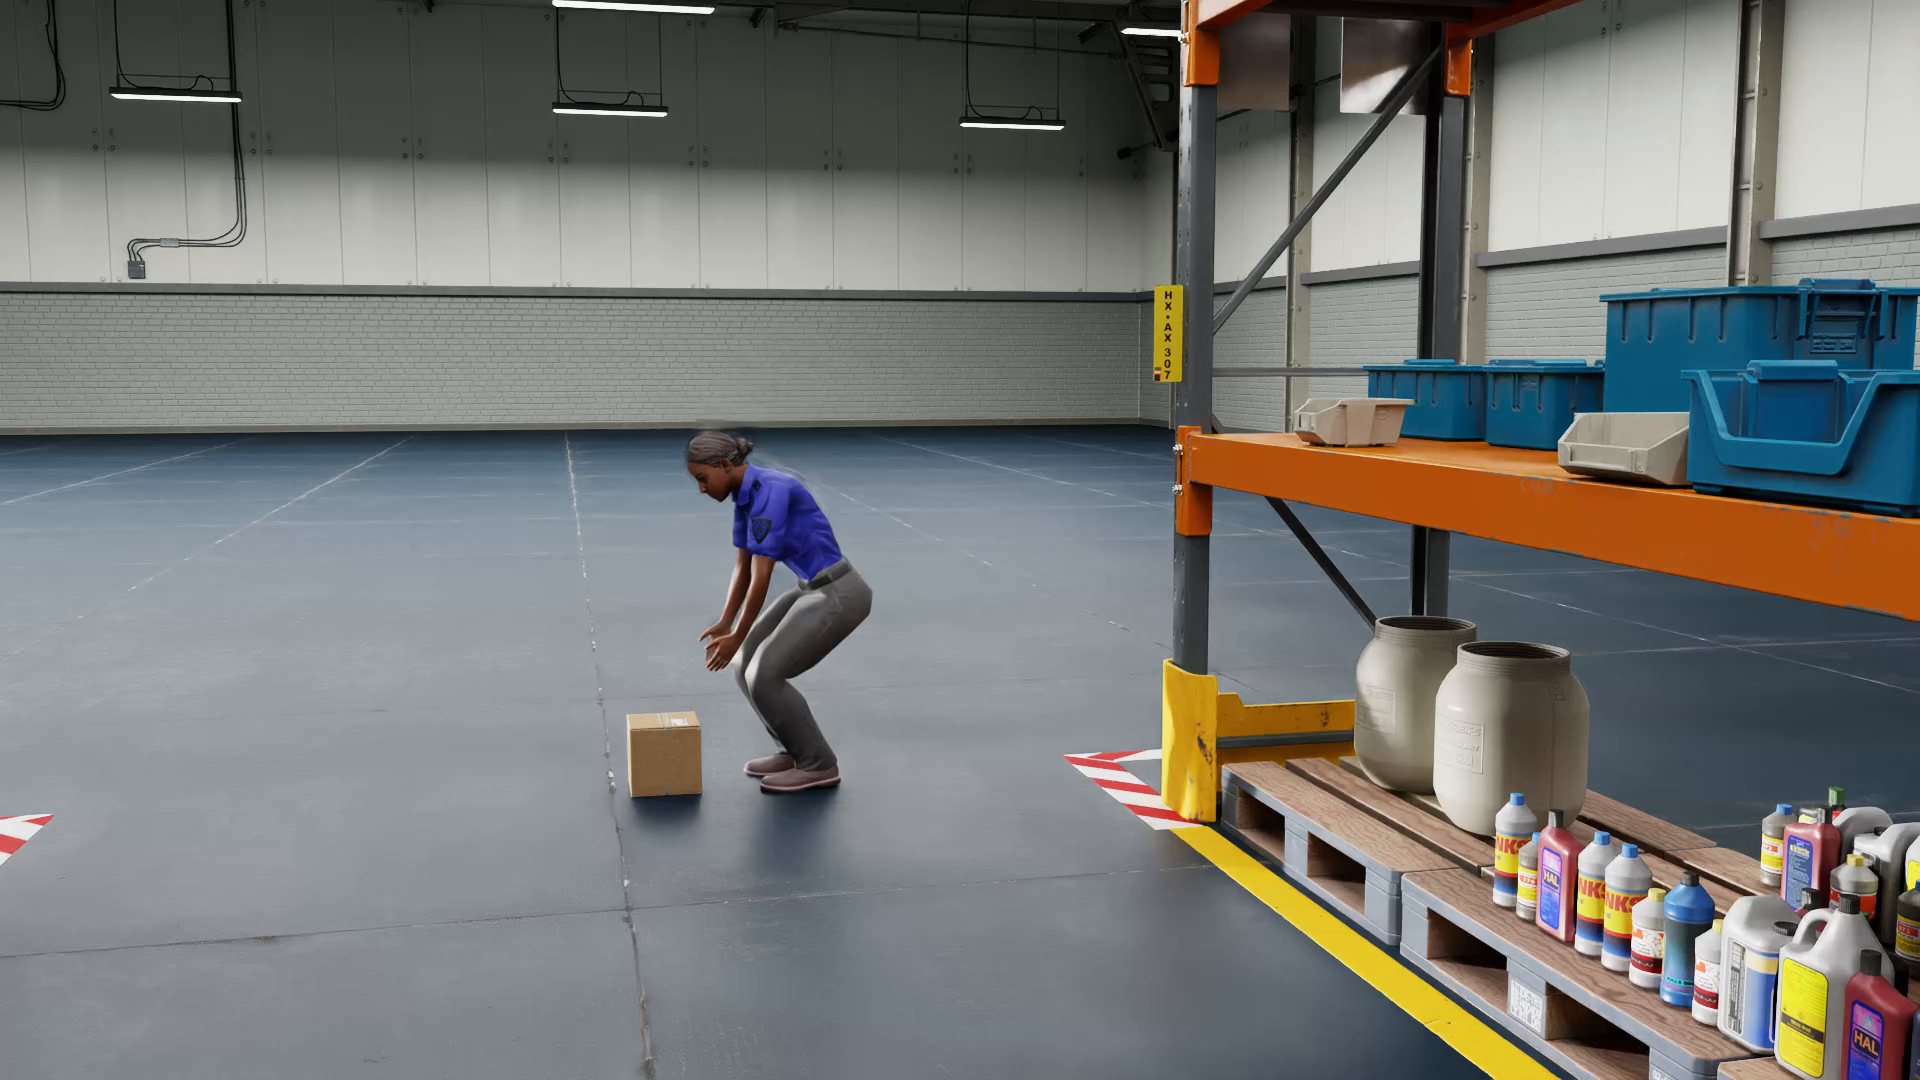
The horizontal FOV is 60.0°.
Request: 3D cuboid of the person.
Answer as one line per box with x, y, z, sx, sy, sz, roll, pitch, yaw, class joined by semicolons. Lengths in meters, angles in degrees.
-0.760;0.562;6.090;0.828;0.811;0.464;-2;6;-15;person
